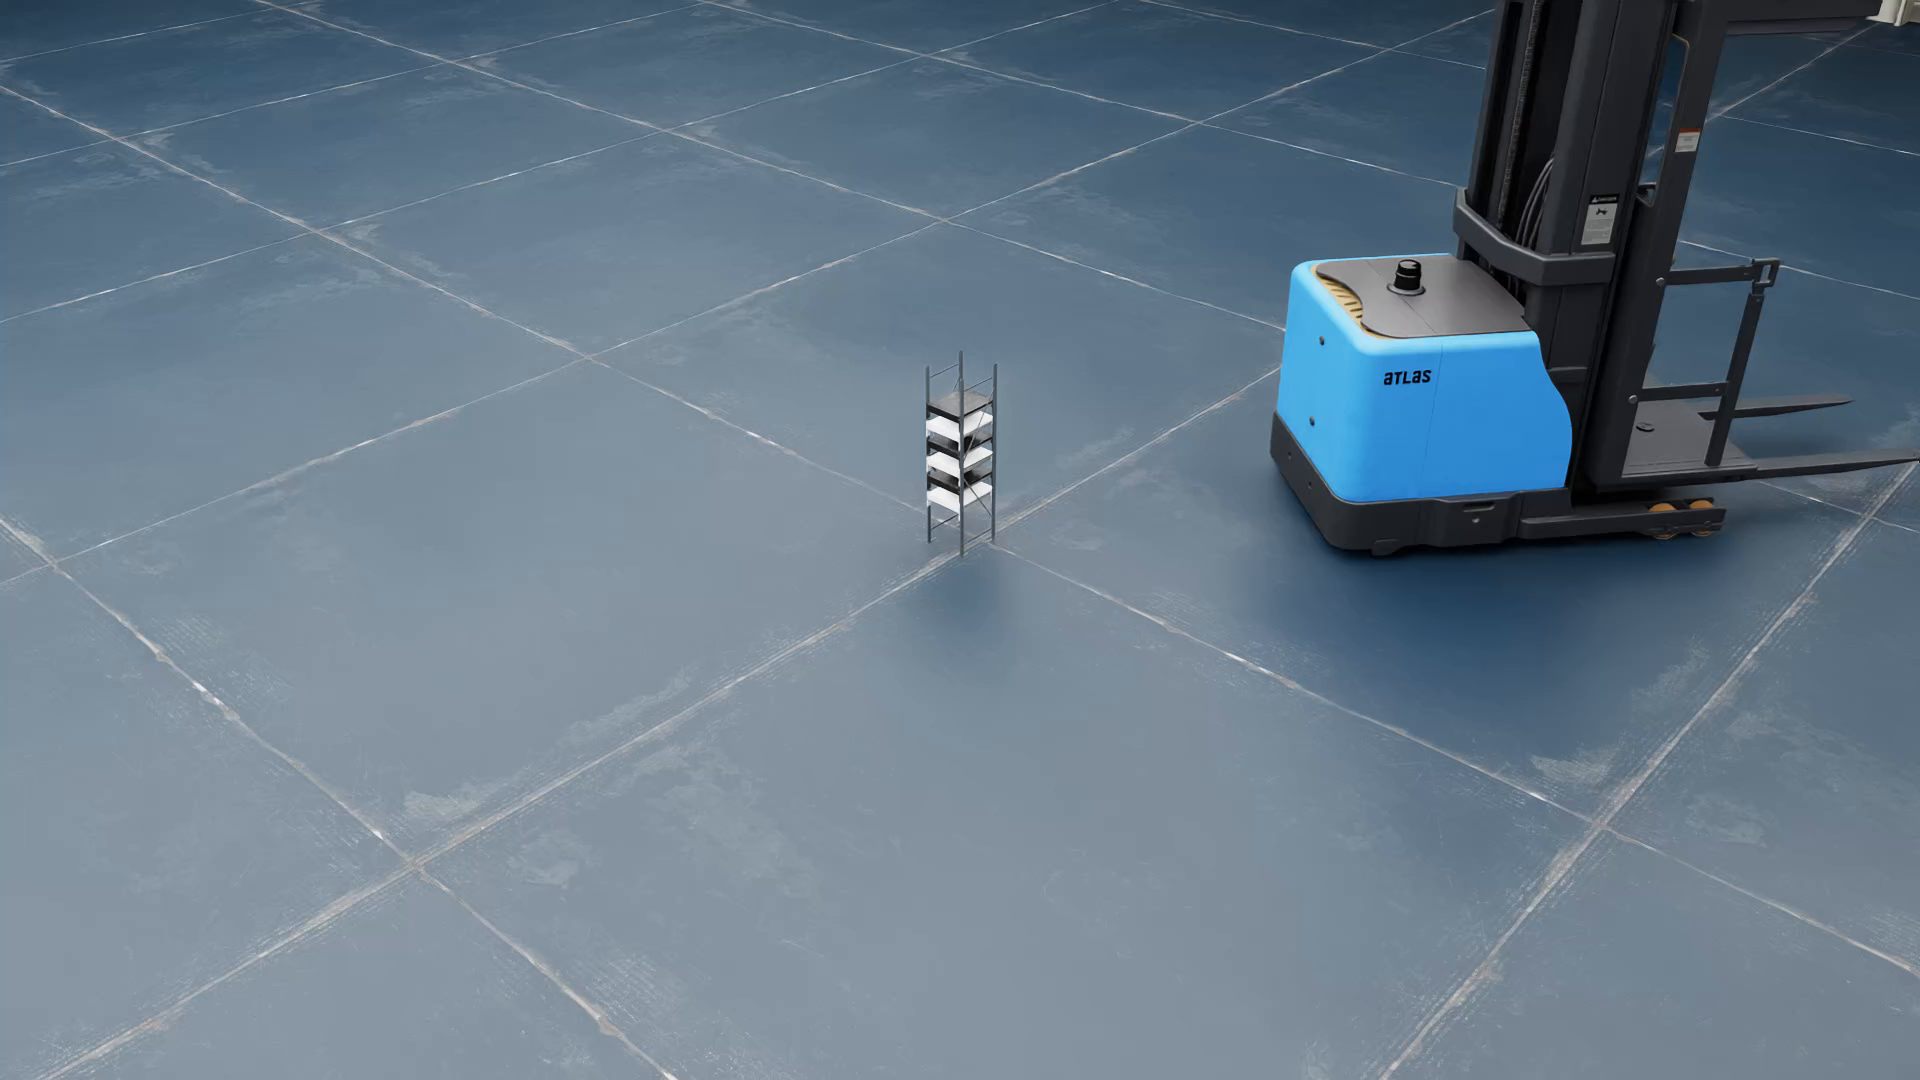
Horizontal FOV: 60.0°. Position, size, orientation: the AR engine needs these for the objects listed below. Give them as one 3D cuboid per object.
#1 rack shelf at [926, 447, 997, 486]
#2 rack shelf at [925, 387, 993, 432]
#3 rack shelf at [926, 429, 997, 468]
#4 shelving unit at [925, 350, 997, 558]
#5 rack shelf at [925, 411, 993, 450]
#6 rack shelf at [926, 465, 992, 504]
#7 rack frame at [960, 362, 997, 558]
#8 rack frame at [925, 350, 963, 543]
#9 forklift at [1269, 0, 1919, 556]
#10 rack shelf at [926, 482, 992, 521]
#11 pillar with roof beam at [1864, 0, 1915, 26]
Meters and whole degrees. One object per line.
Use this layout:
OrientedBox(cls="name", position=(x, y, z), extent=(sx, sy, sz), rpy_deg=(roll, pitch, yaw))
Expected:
OrientedBox(cls="rack shelf", position=(0.006, -0.354, 7.530), extent=(0.200, 0.077, 0.258), rpy_deg=(25, 39, 35))
OrientedBox(cls="rack shelf", position=(0.006, -0.585, 7.391), extent=(0.200, 0.077, 0.258), rpy_deg=(25, 39, 35))
OrientedBox(cls="rack shelf", position=(0.006, -0.431, 7.484), extent=(0.200, 0.077, 0.258), rpy_deg=(25, 39, 35))
OrientedBox(cls="shelving unit", position=(0.006, -0.383, 7.513), extent=(0.210, 0.900, 0.258), rpy_deg=(25, 39, 35))
OrientedBox(cls="rack shelf", position=(0.006, -0.508, 7.438), extent=(0.200, 0.077, 0.258), rpy_deg=(25, 39, 35))
OrientedBox(cls="rack shelf", position=(0.006, -0.277, 7.577), extent=(0.200, 0.077, 0.258), rpy_deg=(25, 39, 35))
OrientedBox(cls="rack frame", position=(0.081, -0.348, 7.455), extent=(0.006, 0.900, 0.240), rpy_deg=(25, 39, 35))
OrientedBox(cls="rack frame", position=(-0.069, -0.418, 7.572), extent=(0.006, 0.900, 0.240), rpy_deg=(25, 39, 35))
OrientedBox(cls="forklift", position=(3.113, -1.523, 7.438), extent=(3.031, 2.935, 1.130), rpy_deg=(-4, 31, -7))
OrientedBox(cls="rack shelf", position=(0.006, -0.200, 7.623), extent=(0.200, 0.077, 0.258), rpy_deg=(25, 39, 35))
OrientedBox(cls="pillar with roof beam", position=(6.062, -7.252, 11.071), extent=(0.400, 9.000, 9.100), rpy_deg=(25, 39, 35))
